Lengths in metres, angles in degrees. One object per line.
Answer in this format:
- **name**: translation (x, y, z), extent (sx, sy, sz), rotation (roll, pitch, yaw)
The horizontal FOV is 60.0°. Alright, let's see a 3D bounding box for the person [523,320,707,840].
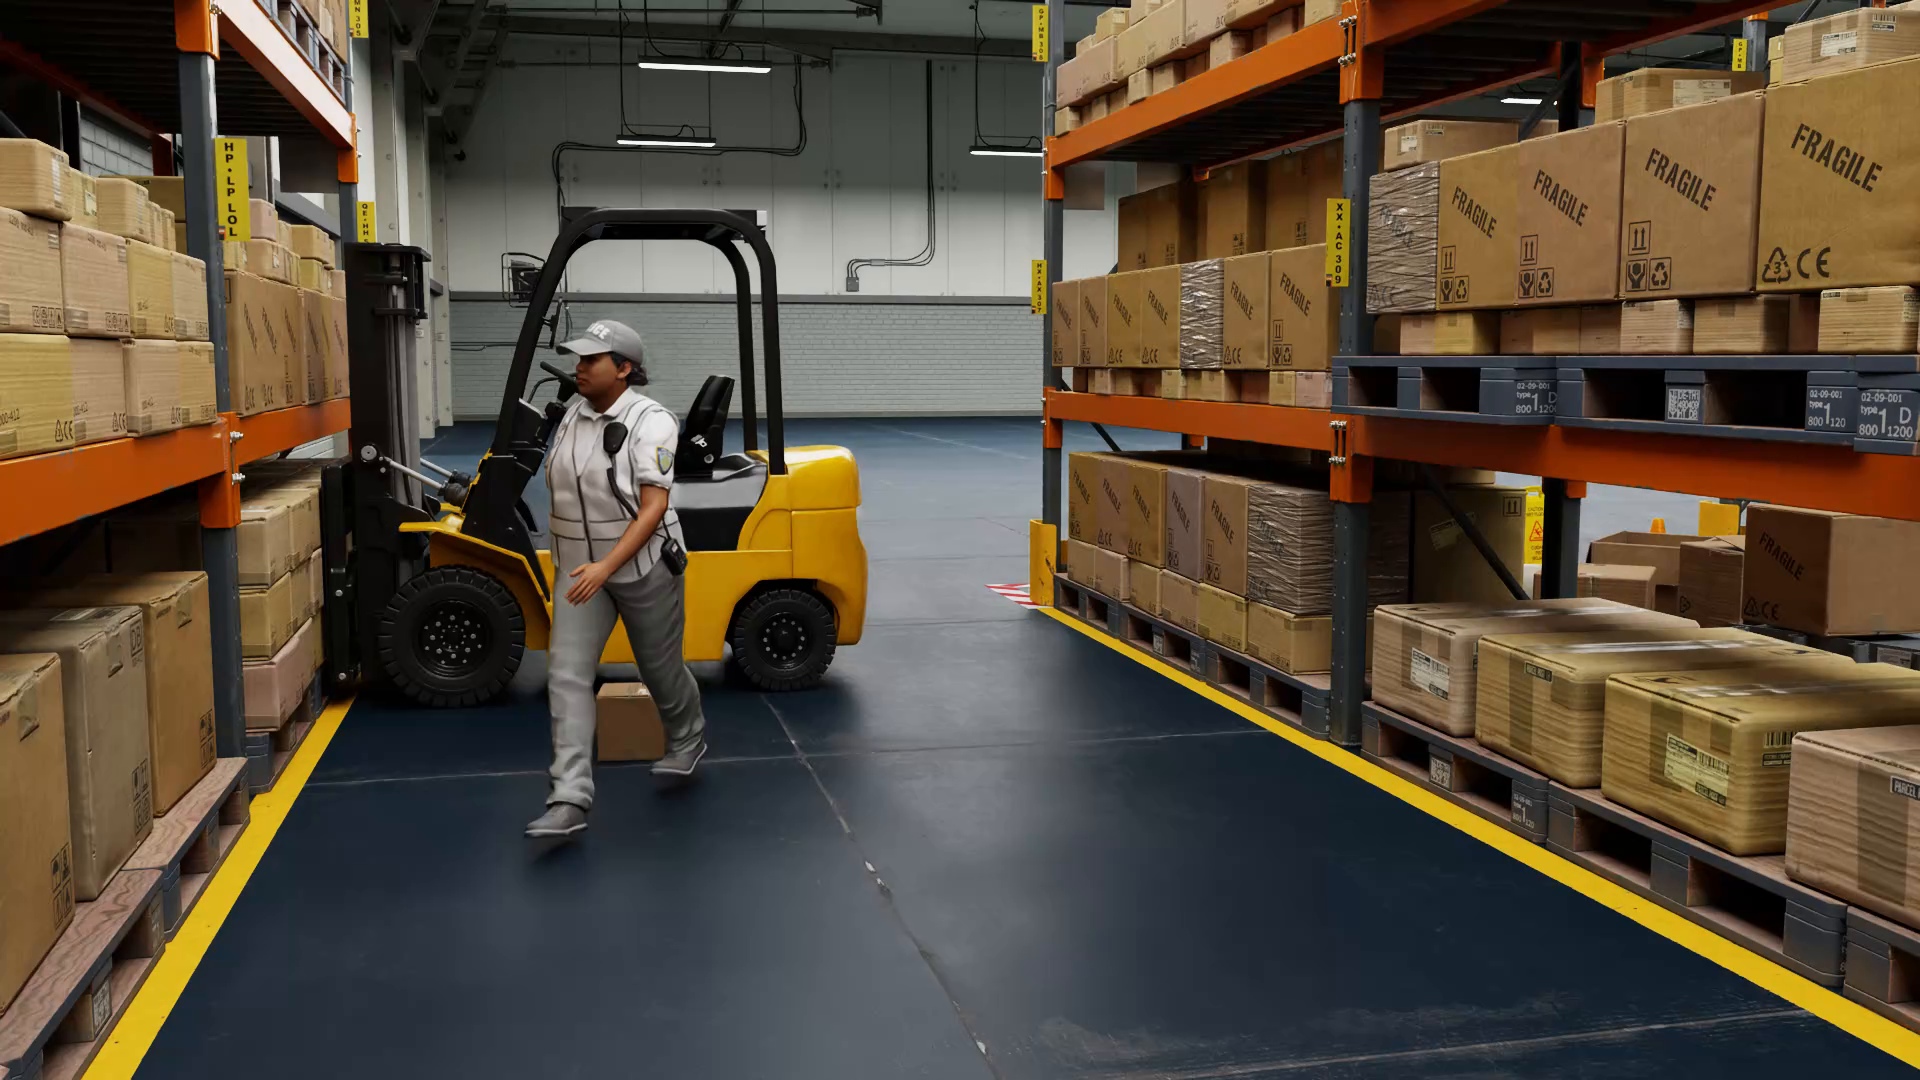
- **person**: translation (-1.103, 0.095, 5.373), extent (0.459, 1.597, 1.078), rotation (1, 6, 13)
